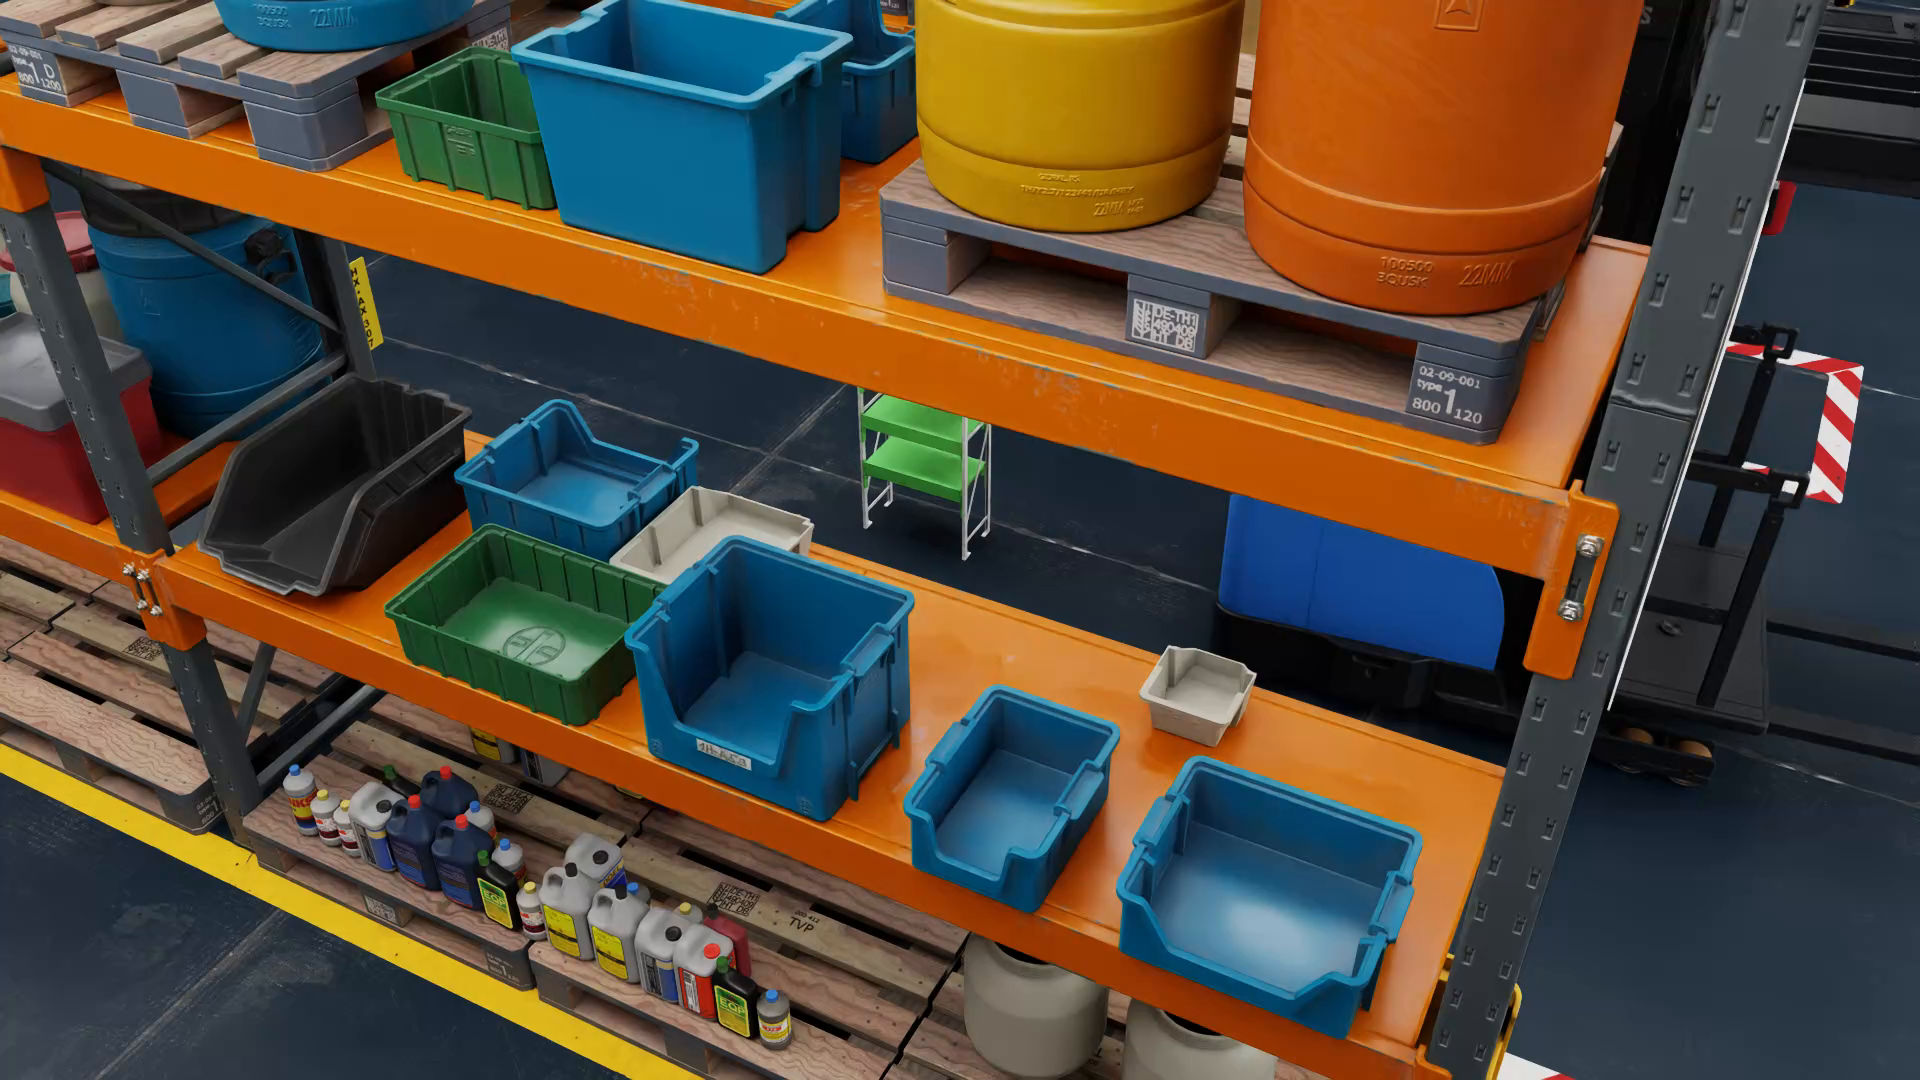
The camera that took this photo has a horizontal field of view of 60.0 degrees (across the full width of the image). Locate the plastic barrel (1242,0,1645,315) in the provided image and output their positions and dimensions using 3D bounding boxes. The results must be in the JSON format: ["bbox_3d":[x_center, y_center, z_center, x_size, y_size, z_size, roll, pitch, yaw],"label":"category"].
[{"bbox_3d":[0.797,-0.868,2.729,0.708,0.830,0.600,17,41,21],"label":"plastic barrel"}]

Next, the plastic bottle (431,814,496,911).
[{"bbox_3d":[-1.572,0.999,5.280,0.185,0.351,0.144,16,40,20],"label":"plastic bottle"}]

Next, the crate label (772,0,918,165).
[{"bbox_3d":[-0.224,-1.102,3.862,0.408,0.251,0.502,17,41,21],"label":"crate label"}]

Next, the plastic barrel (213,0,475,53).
[{"bbox_3d":[-1.431,-1.608,3.644,0.708,0.901,0.600,17,41,21],"label":"plastic barrel"}]

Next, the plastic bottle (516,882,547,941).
[{"bbox_3d":[-1.331,1.150,5.205,0.097,0.201,0.097,0,37,0],"label":"plastic bottle"}]

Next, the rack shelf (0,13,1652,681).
[{"bbox_3d":[-0.489,-0.733,3.848,4.000,0.370,1.077,17,41,21],"label":"rack shelf"}]

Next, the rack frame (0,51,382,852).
[{"bbox_3d":[-2.265,-0.380,5.270,0.127,3.000,1.000,17,41,21],"label":"rack frame"}]

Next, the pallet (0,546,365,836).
[{"bbox_3d":[-2.980,0.533,6.374,1.213,0.211,1.003,17,41,21],"label":"pallet"}]

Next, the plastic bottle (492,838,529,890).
[{"bbox_3d":[-1.424,1.052,5.276,0.097,0.271,0.097,0,37,0],"label":"plastic bottle"}]

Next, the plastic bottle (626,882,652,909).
[{"bbox_3d":[-1.012,1.152,5.203,0.097,0.201,0.097,0,37,0],"label":"plastic bottle"}]

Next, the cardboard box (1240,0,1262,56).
[{"bbox_3d":[1.727,-2.635,7.912,0.500,0.500,0.875,17,41,21],"label":"cardboard box"}]

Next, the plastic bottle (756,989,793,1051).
[{"bbox_3d":[-0.546,1.396,4.881,0.097,0.201,0.097,0,37,0],"label":"plastic bottle"}]

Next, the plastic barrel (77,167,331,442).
[{"bbox_3d":[-2.469,-0.850,5.474,0.708,0.901,0.600,17,41,21],"label":"plastic barrel"}]

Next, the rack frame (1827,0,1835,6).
[{"bbox_3d":[5.935,-4.562,10.779,0.127,3.000,1.000,17,41,21],"label":"rack frame"}]

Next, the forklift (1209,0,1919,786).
[{"bbox_3d":[2.559,-0.635,5.662,3.031,2.935,1.130,12,39,16],"label":"forklift"}]

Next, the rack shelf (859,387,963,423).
[{"bbox_3d":[-0.147,-0.664,6.841,0.480,0.148,0.258,17,41,21],"label":"rack shelf"}]

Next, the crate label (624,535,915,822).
[{"bbox_3d":[-0.472,0.351,4.277,0.616,0.435,0.502,17,41,21],"label":"crate label"}]

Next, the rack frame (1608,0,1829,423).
[{"bbox_3d":[1.287,-1.658,1.991,0.127,3.000,1.000,17,41,21],"label":"rack frame"}]

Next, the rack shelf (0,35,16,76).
[{"bbox_3d":[-4.041,-1.845,5.313,4.000,0.370,1.077,17,41,21],"label":"rack shelf"}]

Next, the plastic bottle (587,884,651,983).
[{"bbox_3d":[-1.029,1.169,5.056,0.185,0.351,0.144,19,41,23],"label":"plastic bottle"}]

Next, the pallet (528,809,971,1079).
[{"bbox_3d":[-0.601,1.278,5.392,1.213,0.211,1.003,17,41,21],"label":"pallet"}]

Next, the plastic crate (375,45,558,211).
[{"bbox_3d":[-0.989,-0.906,3.657,0.450,0.188,0.336,17,41,21],"label":"plastic crate"}]

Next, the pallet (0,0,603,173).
[{"bbox_3d":[-1.580,-1.352,4.225,1.003,0.211,1.213,17,41,21],"label":"pallet"}]

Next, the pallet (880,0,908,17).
[{"bbox_3d":[-0.599,-3.254,9.214,1.213,0.211,1.003,17,41,21],"label":"pallet"}]

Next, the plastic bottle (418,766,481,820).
[{"bbox_3d":[-1.673,0.869,5.451,0.185,0.351,0.144,17,41,21],"label":"plastic bottle"}]

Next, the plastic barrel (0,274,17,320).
[{"bbox_3d":[-3.370,-0.776,5.905,0.301,0.262,0.301,0,37,0],"label":"plastic barrel"}]

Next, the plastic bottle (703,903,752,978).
[{"bbox_3d":[-0.709,1.221,5.043,0.133,0.283,0.061,17,41,21],"label":"plastic bottle"}]

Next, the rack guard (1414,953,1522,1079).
[{"bbox_3d":[1.198,1.732,4.555,0.348,0.500,1.175,17,41,21],"label":"rack guard"}]

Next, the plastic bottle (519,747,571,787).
[{"bbox_3d":[-1.436,0.693,5.744,0.135,0.276,0.152,17,41,21],"label":"plastic bottle"}]

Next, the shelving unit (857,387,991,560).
[{"bbox_3d":[-0.147,-0.524,6.948,0.503,1.200,0.258,17,41,21],"label":"shelving unit"}]

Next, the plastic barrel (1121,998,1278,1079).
[{"bbox_3d":[0.667,1.414,4.617,0.421,0.512,0.421,0,37,0],"label":"plastic barrel"}]

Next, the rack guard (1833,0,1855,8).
[{"bbox_3d":[5.957,-3.560,11.526,0.348,0.500,1.175,17,41,21],"label":"rack guard"}]

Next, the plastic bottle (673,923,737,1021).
[{"bbox_3d":[-0.757,1.281,4.970,0.135,0.276,0.152,18,41,22],"label":"plastic bottle"}]

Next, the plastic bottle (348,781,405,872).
[{"bbox_3d":[-1.884,0.928,5.435,0.135,0.276,0.152,19,41,23],"label":"plastic bottle"}]

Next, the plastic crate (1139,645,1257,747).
[{"bbox_3d":[0.640,0.415,4.440,0.250,0.136,0.298,17,41,21],"label":"plastic crate"}]

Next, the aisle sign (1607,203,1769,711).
[{"bbox_3d":[1.214,-0.124,2.783,0.004,0.787,0.394,17,41,21],"label":"aisle sign"}]

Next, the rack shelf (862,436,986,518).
[{"bbox_3d":[-0.147,-0.282,7.132,0.480,0.148,0.258,17,41,21],"label":"rack shelf"}]

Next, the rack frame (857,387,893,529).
[{"bbox_3d":[-0.364,-0.592,7.037,0.015,1.200,0.240,17,41,21],"label":"rack frame"}]

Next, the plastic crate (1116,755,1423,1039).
[{"bbox_3d":[0.705,0.813,3.822,0.616,0.251,0.499,17,41,21],"label":"plastic crate"}]

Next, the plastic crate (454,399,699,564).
[{"bbox_3d":[-1.158,-0.159,5.102,0.616,0.251,0.499,17,41,21],"label":"plastic crate"}]

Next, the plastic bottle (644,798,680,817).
[{"bbox_3d":[-1.010,0.798,5.600,0.133,0.283,0.061,17,41,21],"label":"plastic bottle"}]

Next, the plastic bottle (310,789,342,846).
[{"bbox_3d":[-2.094,0.911,5.519,0.097,0.201,0.097,0,37,0],"label":"plastic bottle"}]
